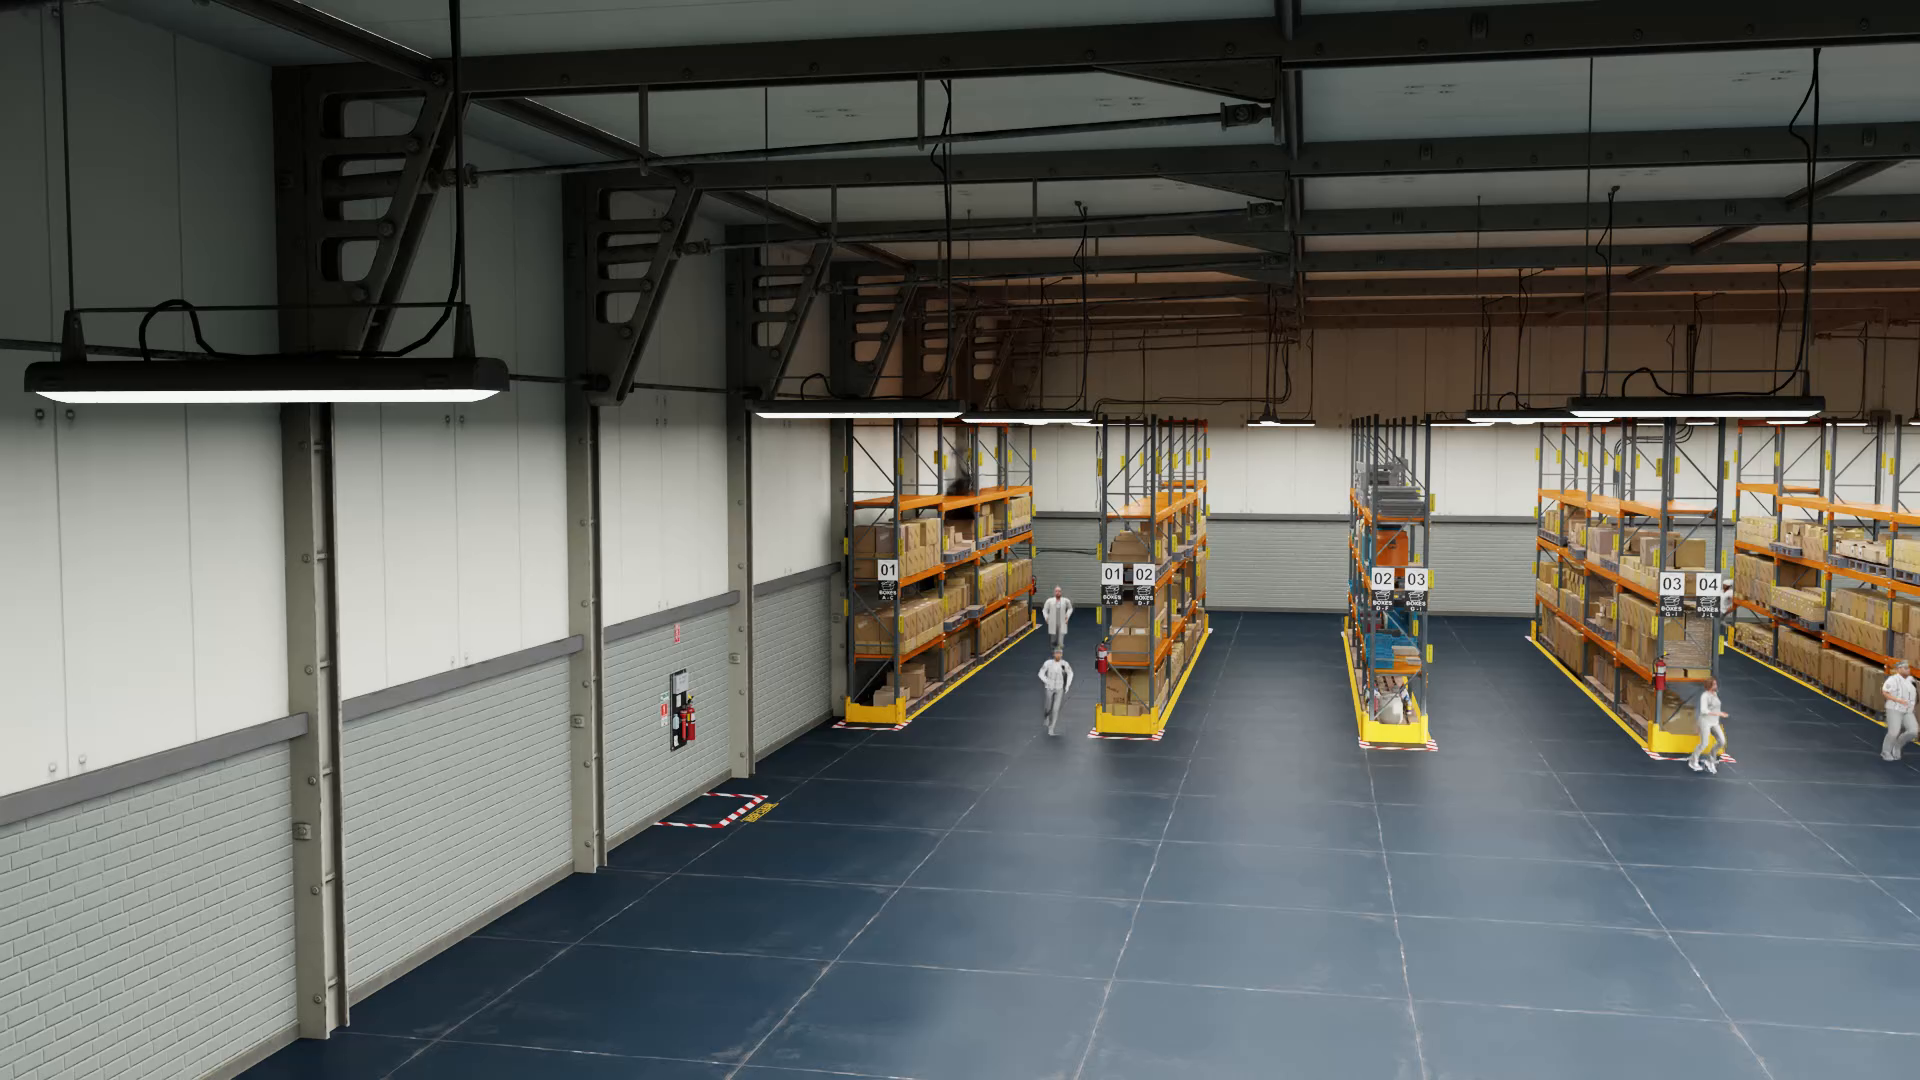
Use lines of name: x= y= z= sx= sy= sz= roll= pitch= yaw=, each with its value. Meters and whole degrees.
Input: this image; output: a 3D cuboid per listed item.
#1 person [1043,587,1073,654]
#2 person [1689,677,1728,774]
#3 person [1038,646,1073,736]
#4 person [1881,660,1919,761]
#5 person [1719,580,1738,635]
person: x=2.292 y=1.975 z=38.907 sx=0.711 sy=1.754 sz=0.756 roll=0 pitch=4 yaw=1
person: x=12.486 y=3.093 z=27.667 sx=0.569 sy=1.625 sz=0.669 roll=-3 pitch=5 yaw=-36
person: x=1.809 y=2.810 z=31.346 sx=0.661 sy=1.670 sz=0.807 roll=0 pitch=4 yaw=1
person: x=16.260 y=2.940 z=28.670 sx=0.666 sy=1.765 sz=0.597 roll=0 pitch=4 yaw=-7
person: x=20.834 y=1.894 z=45.313 sx=0.680 sy=1.660 sz=0.786 roll=1 pitch=4 yaw=11
